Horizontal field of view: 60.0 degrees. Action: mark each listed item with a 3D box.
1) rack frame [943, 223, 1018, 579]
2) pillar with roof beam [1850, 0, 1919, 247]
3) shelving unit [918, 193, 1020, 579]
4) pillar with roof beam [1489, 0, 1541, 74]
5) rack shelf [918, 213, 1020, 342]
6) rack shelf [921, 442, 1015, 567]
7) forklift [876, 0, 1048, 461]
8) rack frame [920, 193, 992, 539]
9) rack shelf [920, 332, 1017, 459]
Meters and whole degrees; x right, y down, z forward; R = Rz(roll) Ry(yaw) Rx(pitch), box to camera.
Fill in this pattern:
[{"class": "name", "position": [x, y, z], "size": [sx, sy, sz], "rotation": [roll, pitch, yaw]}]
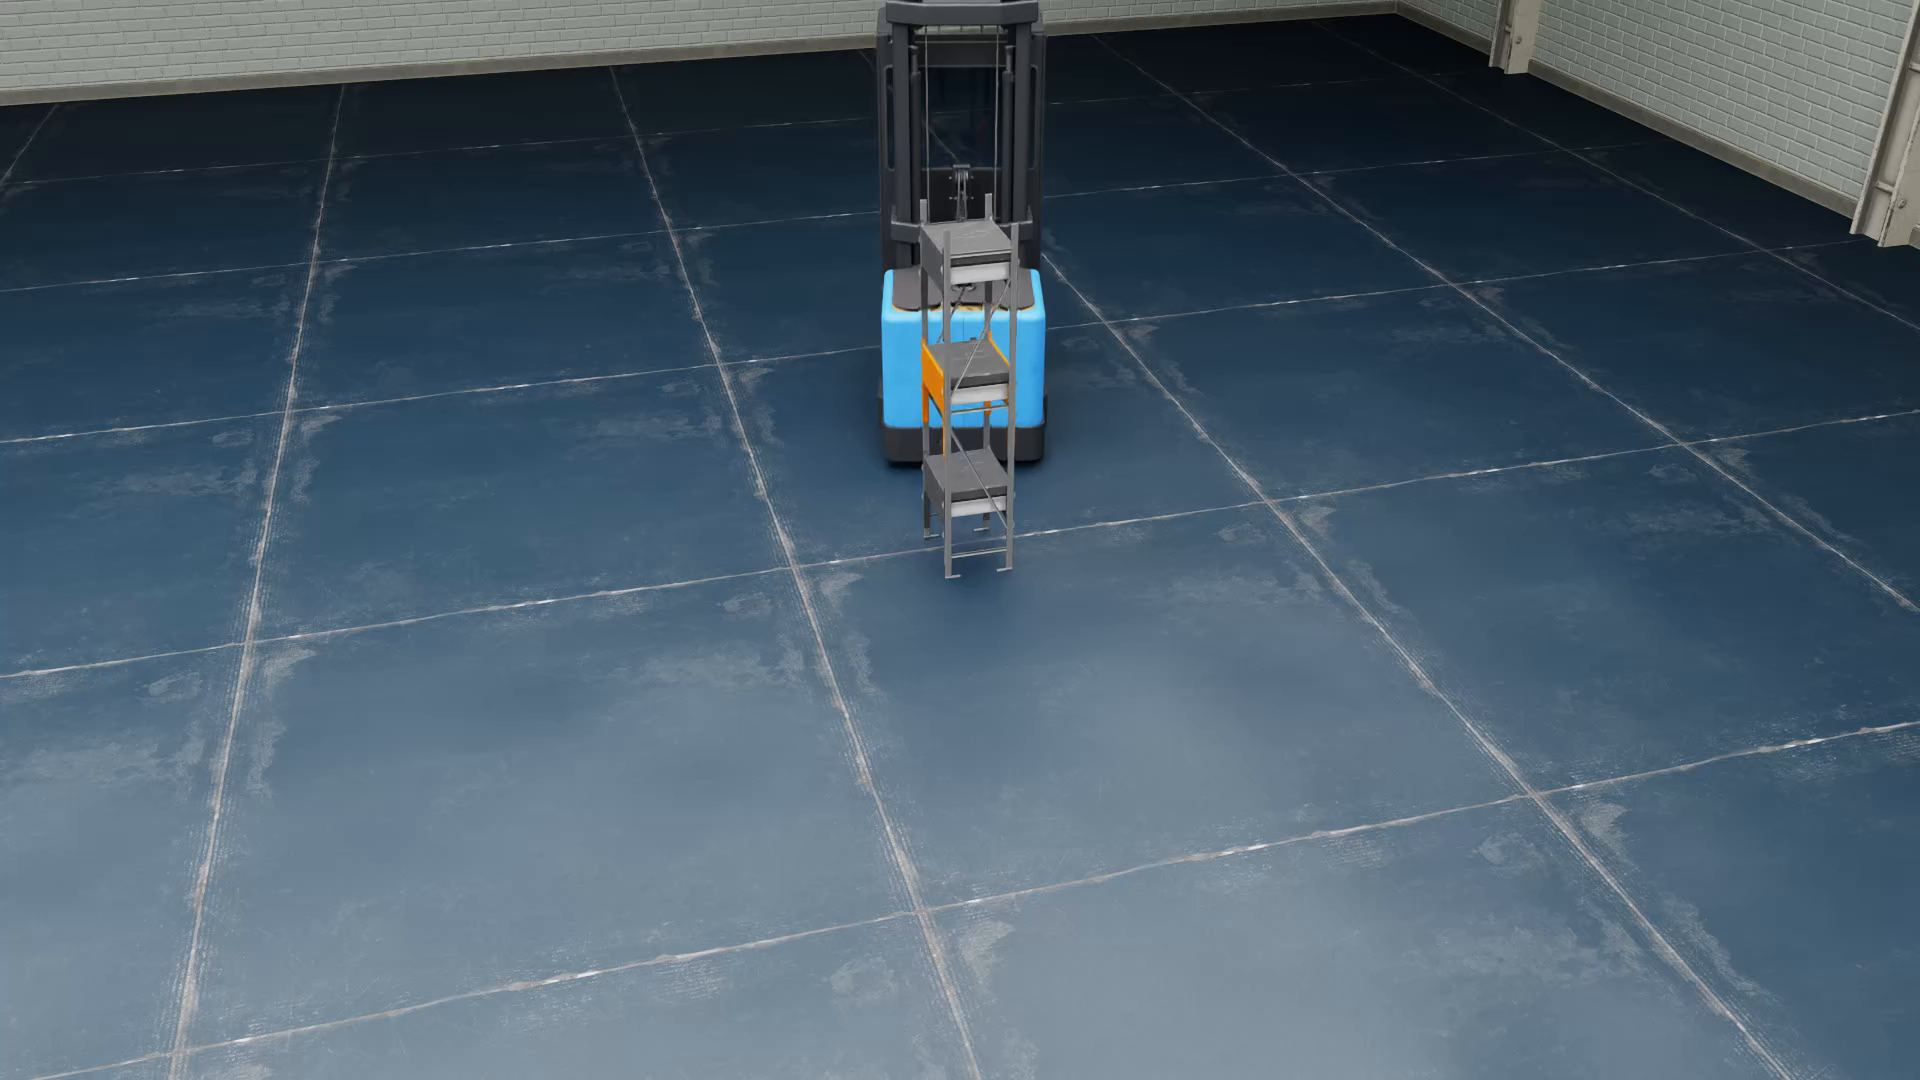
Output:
[{"class": "rack frame", "position": [0.109, -0.711, 9.113], "size": [0.400, 2.100, 0.015], "rotation": [-8, 31, -13]}, {"class": "pillar with roof beam", "position": [3.896, -5.965, 11.303], "size": [9.100, 9.000, 0.400], "rotation": [-8, 31, -13]}, {"class": "shelving unit", "position": [0.044, -0.829, 9.317], "size": [0.431, 2.100, 0.503], "rotation": [-8, 31, -13]}, {"class": "pillar with roof beam", "position": [2.303, -8.862, 16.310], "size": [9.100, 9.000, 0.400], "rotation": [-8, 31, -13]}, {"class": "rack shelf", "position": [0.044, -1.423, 8.973], "size": [0.431, 0.518, 0.480], "rotation": [-8, 31, -13]}, {"class": "rack shelf", "position": [0.044, -0.211, 9.674], "size": [0.431, 0.518, 0.480], "rotation": [-8, 31, -13]}, {"class": "forklift", "position": [0.003, -2.474, 11.329], "size": [1.130, 2.935, 3.031], "rotation": [0, 30, -1]}, {"class": "rack frame", "position": [-0.021, -0.947, 9.521], "size": [0.400, 2.100, 0.015], "rotation": [-8, 31, -13]}, {"class": "rack shelf", "position": [0.044, -0.817, 9.324], "size": [0.431, 0.518, 0.480], "rotation": [-8, 31, -13]}]
